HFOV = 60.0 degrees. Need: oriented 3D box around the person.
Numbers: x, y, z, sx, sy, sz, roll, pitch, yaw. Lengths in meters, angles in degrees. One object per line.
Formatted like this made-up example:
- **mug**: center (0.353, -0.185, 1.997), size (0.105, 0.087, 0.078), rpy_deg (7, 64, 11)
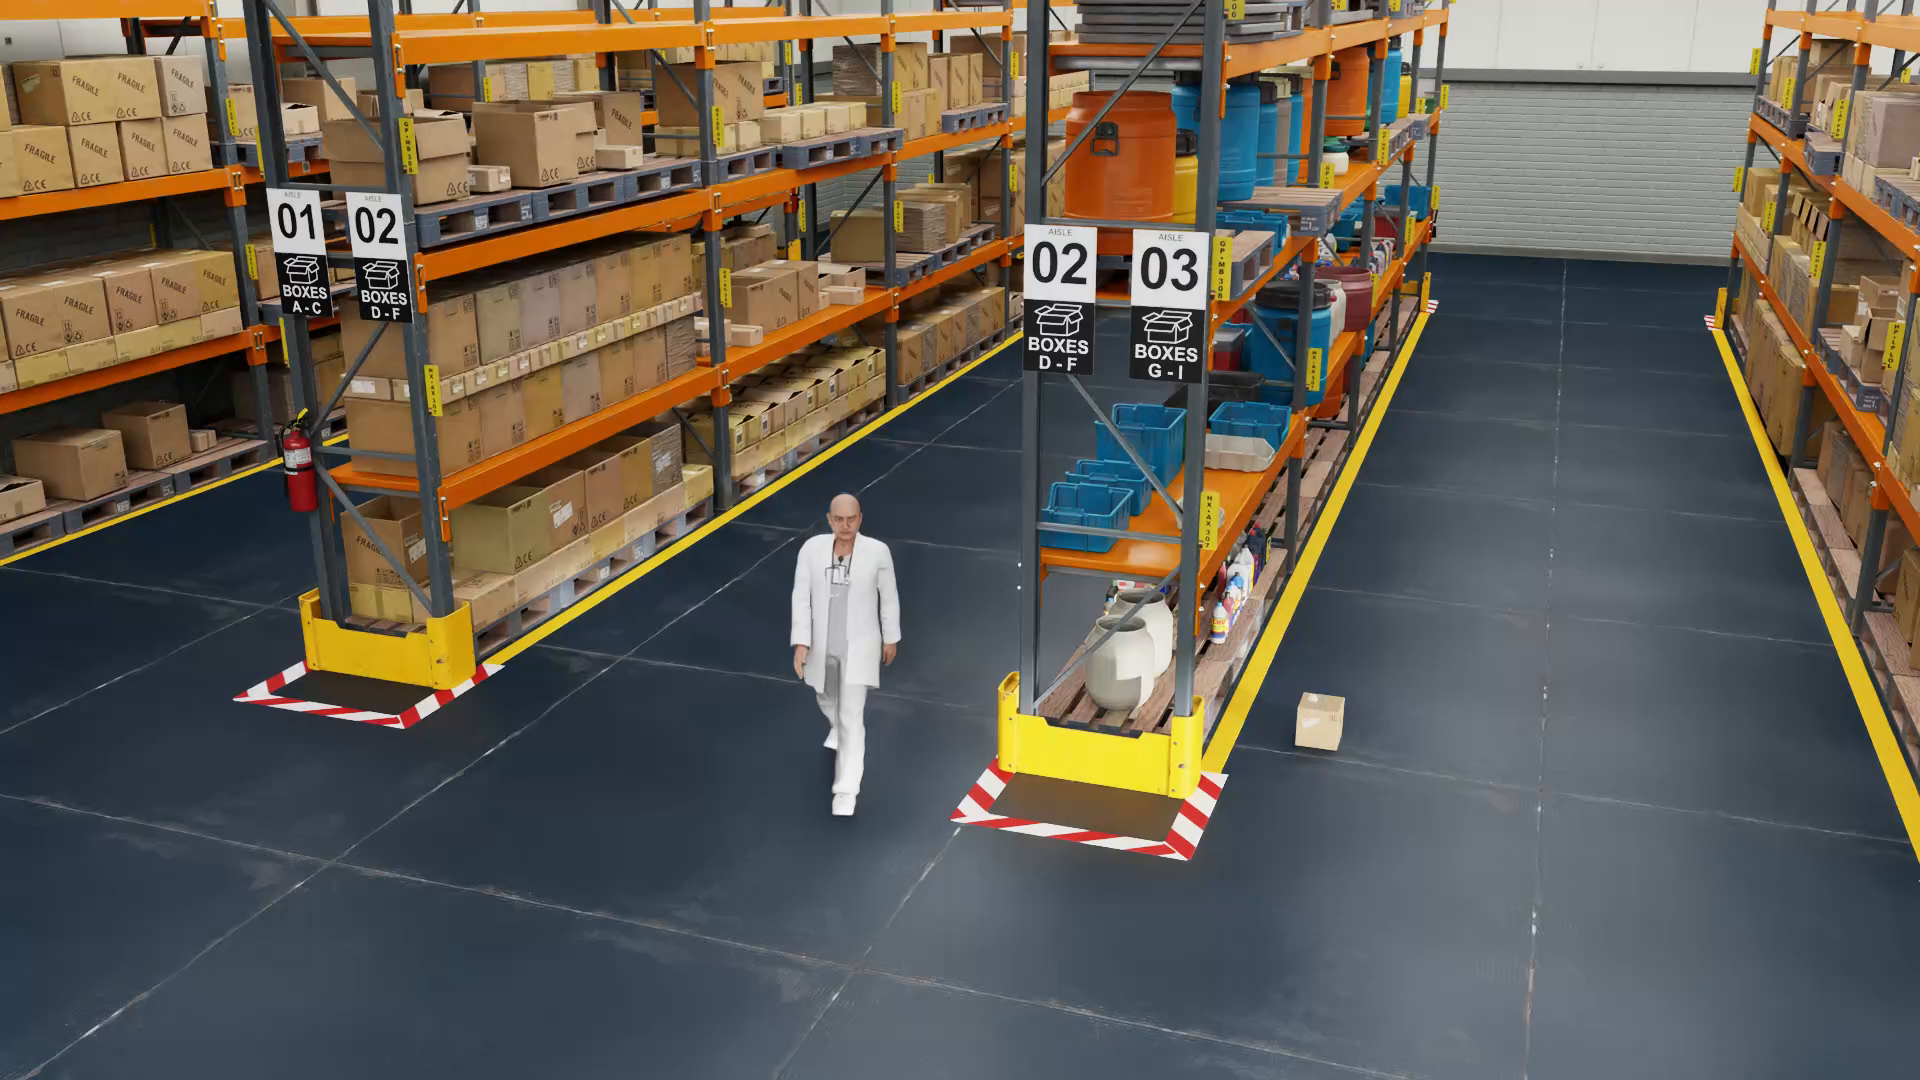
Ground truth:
- **person**: center (-0.648, 0.574, 9.368), size (0.580, 1.722, 1.150), rpy_deg (3, 19, 10)
